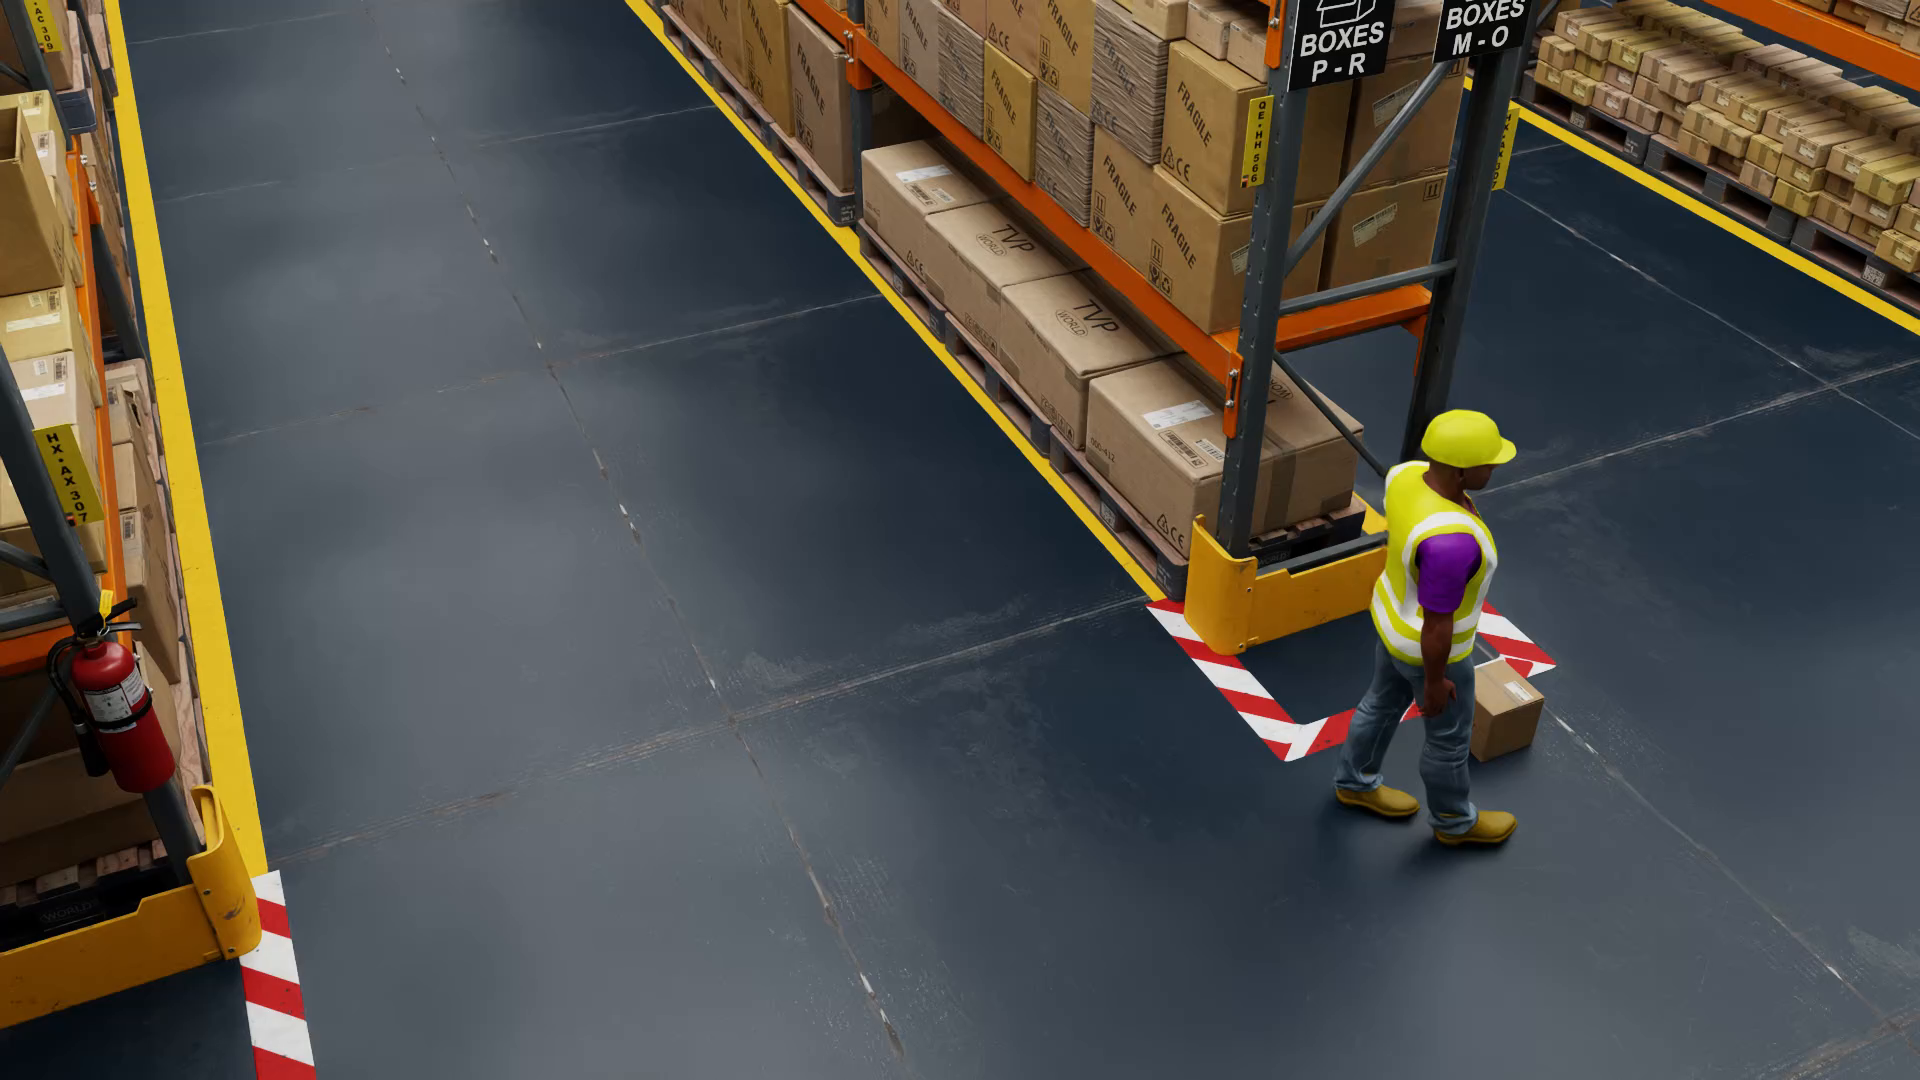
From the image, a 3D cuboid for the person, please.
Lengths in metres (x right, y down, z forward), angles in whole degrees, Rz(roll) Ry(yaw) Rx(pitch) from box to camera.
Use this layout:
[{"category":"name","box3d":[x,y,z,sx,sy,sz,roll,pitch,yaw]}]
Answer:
[{"category":"person","box3d":[1.730,0.302,5.726,0.624,1.762,0.572,-4,37,-5]}]
